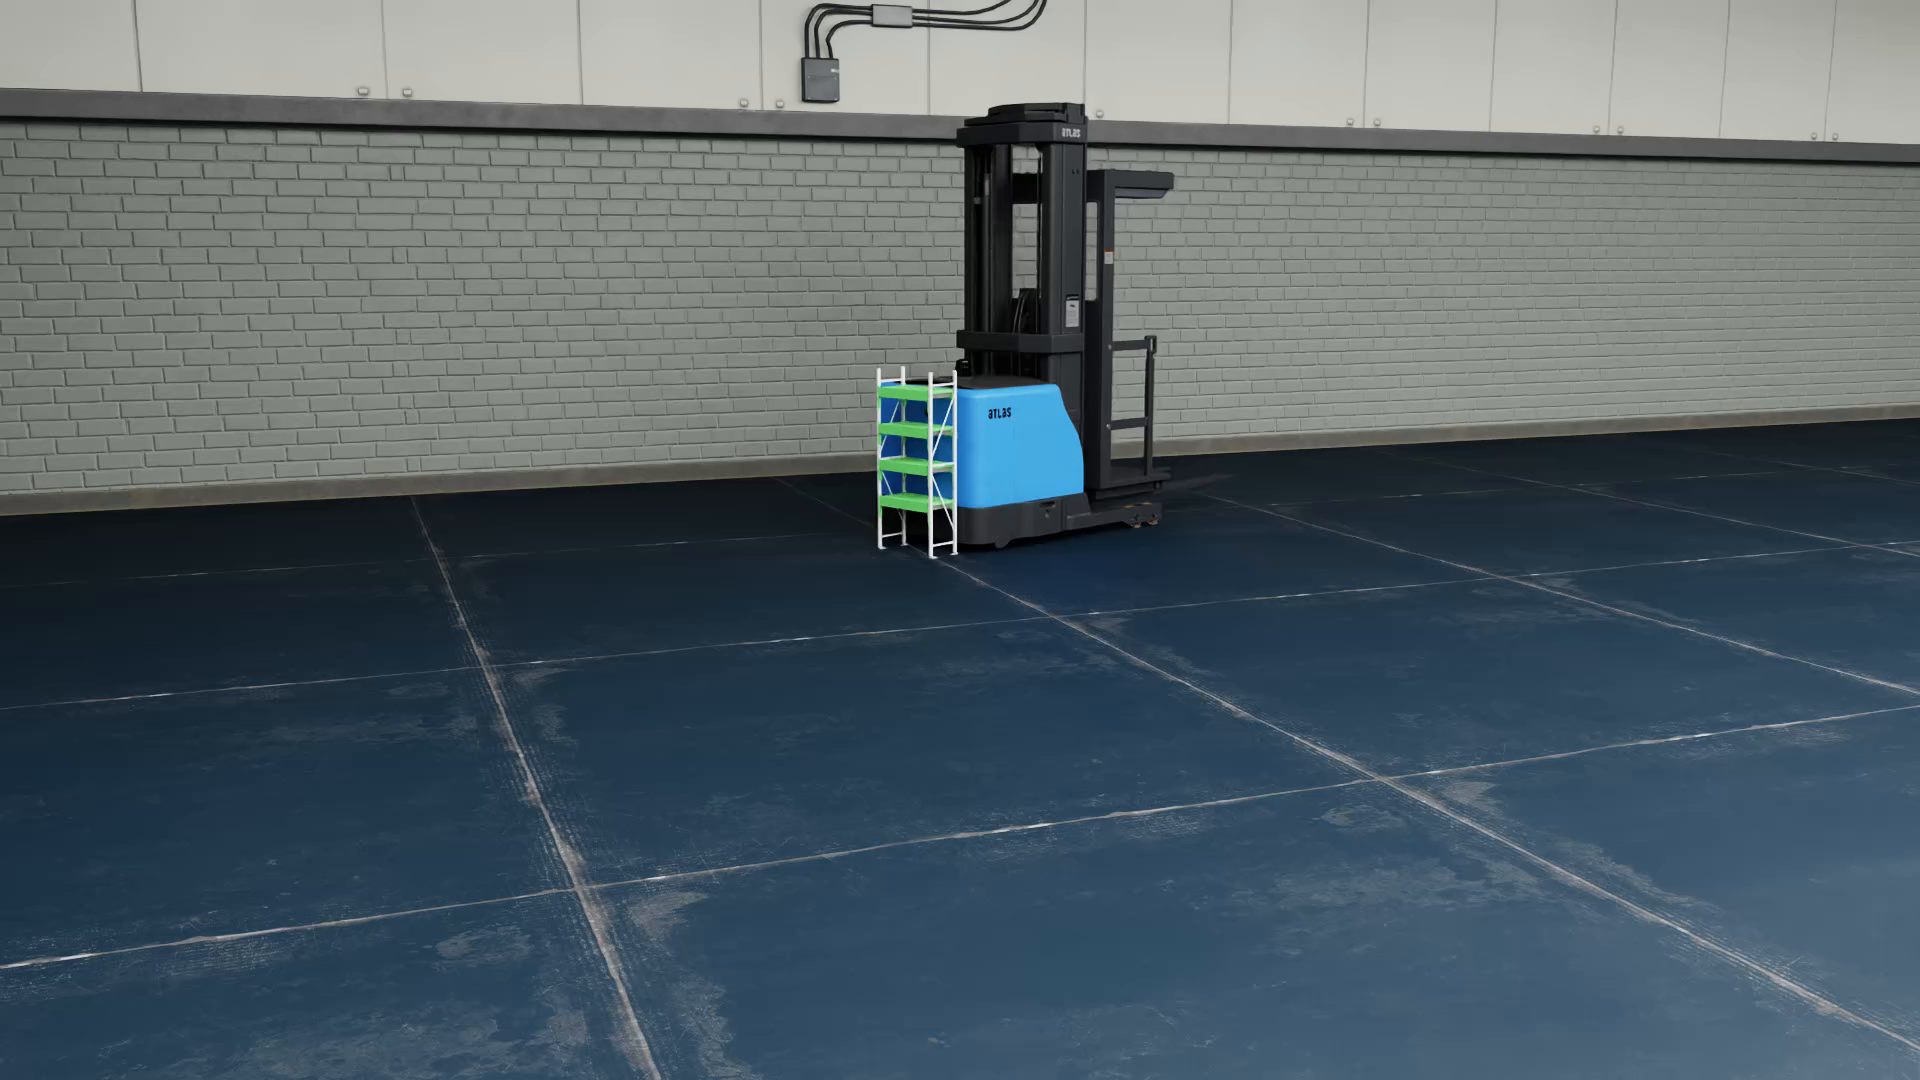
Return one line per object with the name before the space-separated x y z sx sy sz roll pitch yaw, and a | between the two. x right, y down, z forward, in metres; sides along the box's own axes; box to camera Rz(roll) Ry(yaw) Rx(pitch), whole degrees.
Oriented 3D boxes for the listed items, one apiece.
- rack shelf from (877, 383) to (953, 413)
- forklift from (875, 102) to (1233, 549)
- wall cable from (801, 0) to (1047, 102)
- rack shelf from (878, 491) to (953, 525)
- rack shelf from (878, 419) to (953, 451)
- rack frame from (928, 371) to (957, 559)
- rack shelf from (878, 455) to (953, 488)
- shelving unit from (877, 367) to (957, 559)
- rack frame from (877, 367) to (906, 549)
rack shelf | -0.283 -0.923 10.807 0.258 0.148 0.480 -10 14 -44
forklift | 0.819 -1.584 11.954 3.031 2.935 1.130 -10 14 -44
wall cable | -0.245 -6.749 13.955 2.305 6.003 0.169 -4 11 -21
rack shelf | -0.283 -0.214 10.933 0.258 0.148 0.480 -10 14 -44
rack shelf | -0.283 -0.687 10.849 0.258 0.148 0.480 -10 14 -44
rack frame | -0.111 -0.483 10.709 0.240 1.200 0.015 -10 14 -44
rack shelf | -0.283 -0.450 10.891 0.258 0.148 0.480 -10 14 -44
shelving unit | -0.283 -0.513 10.879 0.258 1.200 0.503 -10 14 -44
rack frame | -0.455 -0.543 11.049 0.240 1.200 0.015 -10 14 -44
